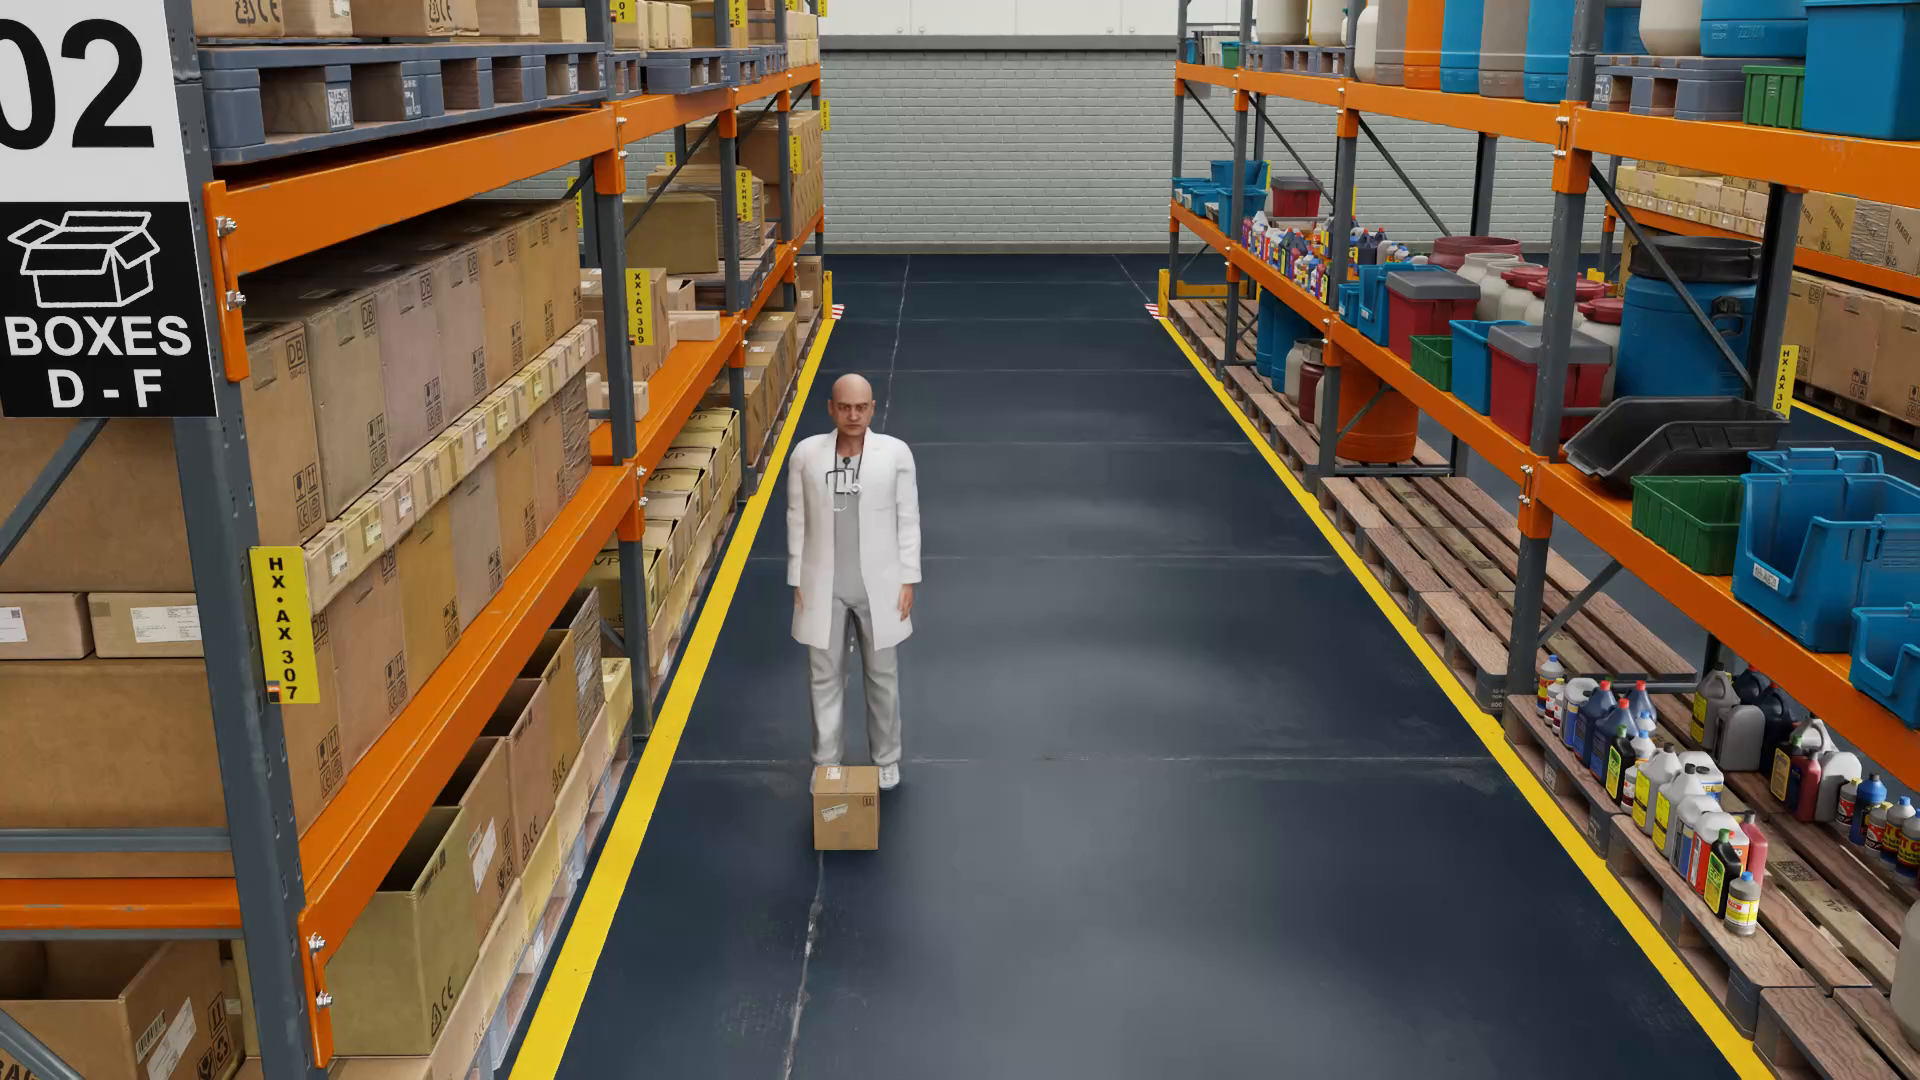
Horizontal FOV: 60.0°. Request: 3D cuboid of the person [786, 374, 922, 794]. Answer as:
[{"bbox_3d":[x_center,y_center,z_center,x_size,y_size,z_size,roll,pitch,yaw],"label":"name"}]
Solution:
[{"bbox_3d":[-0.442,0.219,6.950,0.565,1.837,0.447,0,17,1],"label":"person"}]
